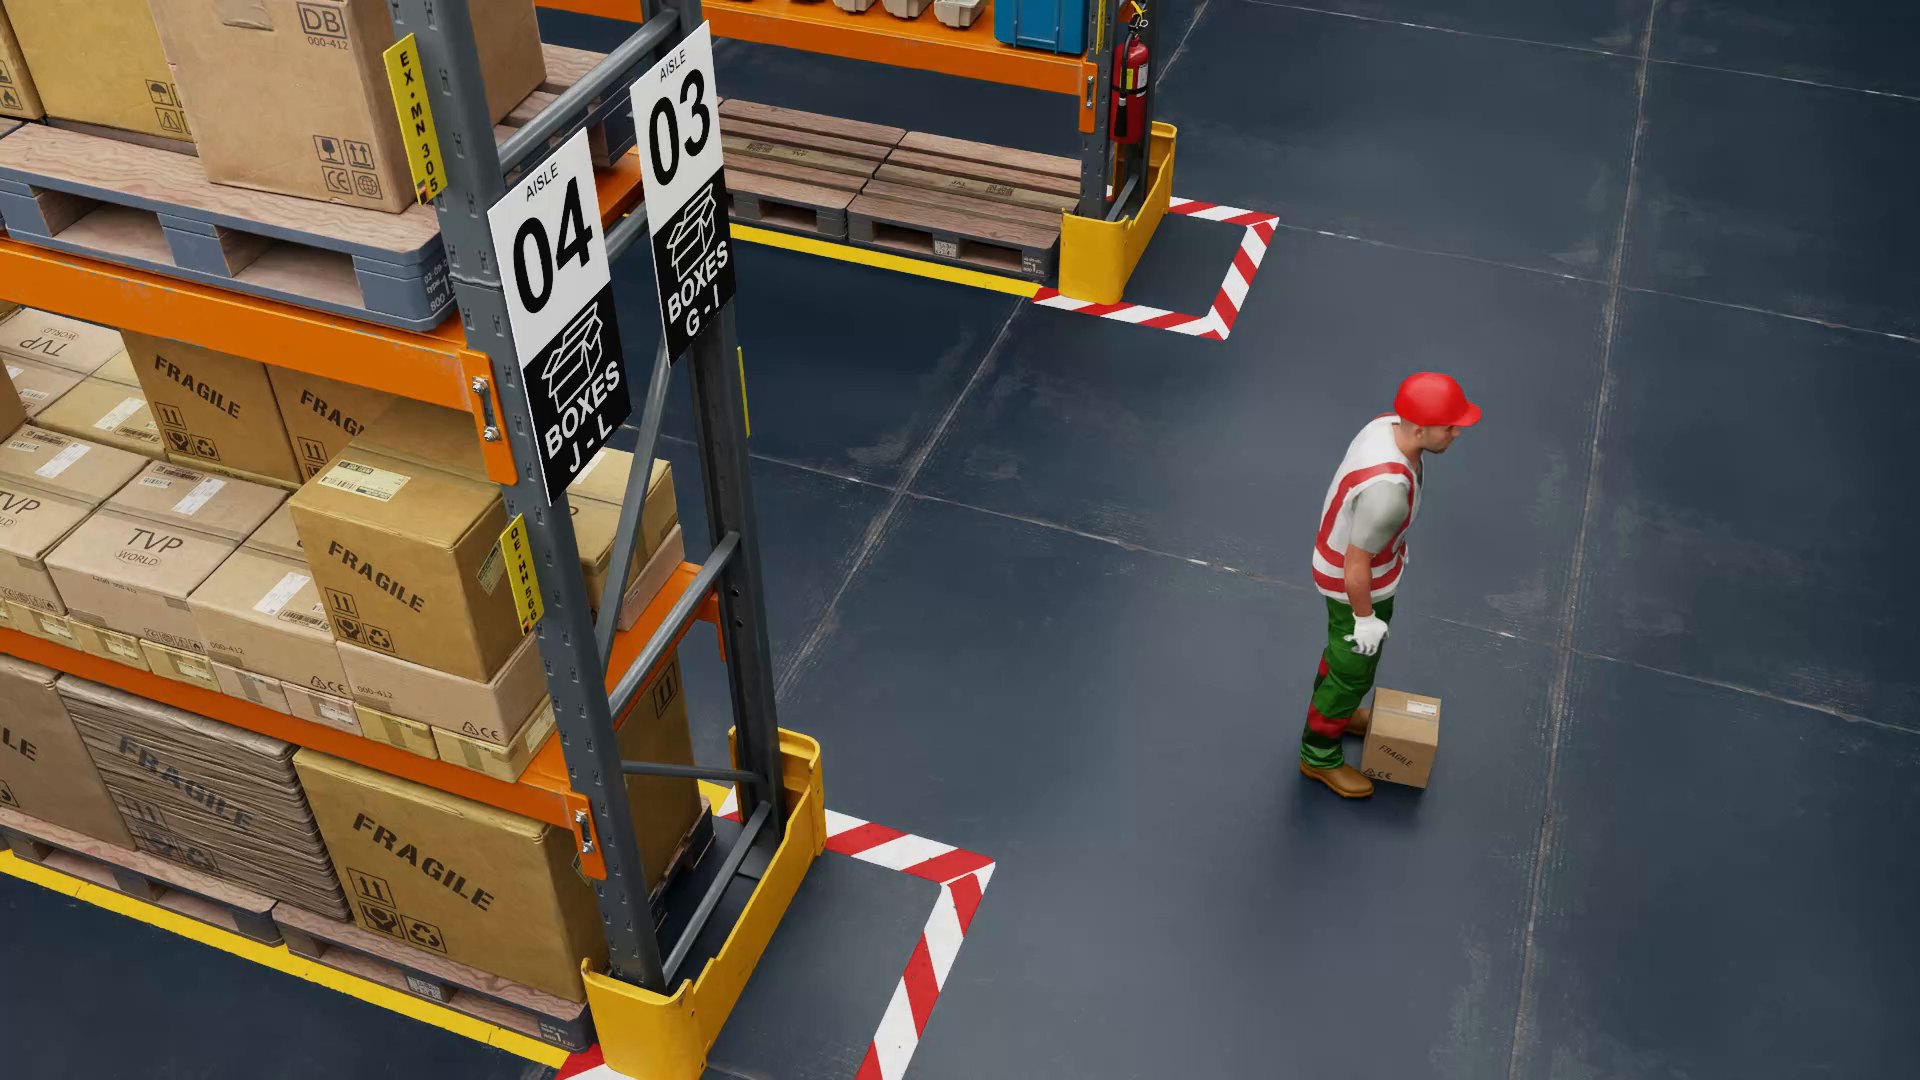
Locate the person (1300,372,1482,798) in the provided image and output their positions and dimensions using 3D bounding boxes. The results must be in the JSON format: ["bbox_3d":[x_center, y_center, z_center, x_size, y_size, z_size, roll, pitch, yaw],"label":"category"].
[{"bbox_3d":[1.489,0.138,5.988,0.448,1.780,0.609,14,43,15],"label":"person"}]
